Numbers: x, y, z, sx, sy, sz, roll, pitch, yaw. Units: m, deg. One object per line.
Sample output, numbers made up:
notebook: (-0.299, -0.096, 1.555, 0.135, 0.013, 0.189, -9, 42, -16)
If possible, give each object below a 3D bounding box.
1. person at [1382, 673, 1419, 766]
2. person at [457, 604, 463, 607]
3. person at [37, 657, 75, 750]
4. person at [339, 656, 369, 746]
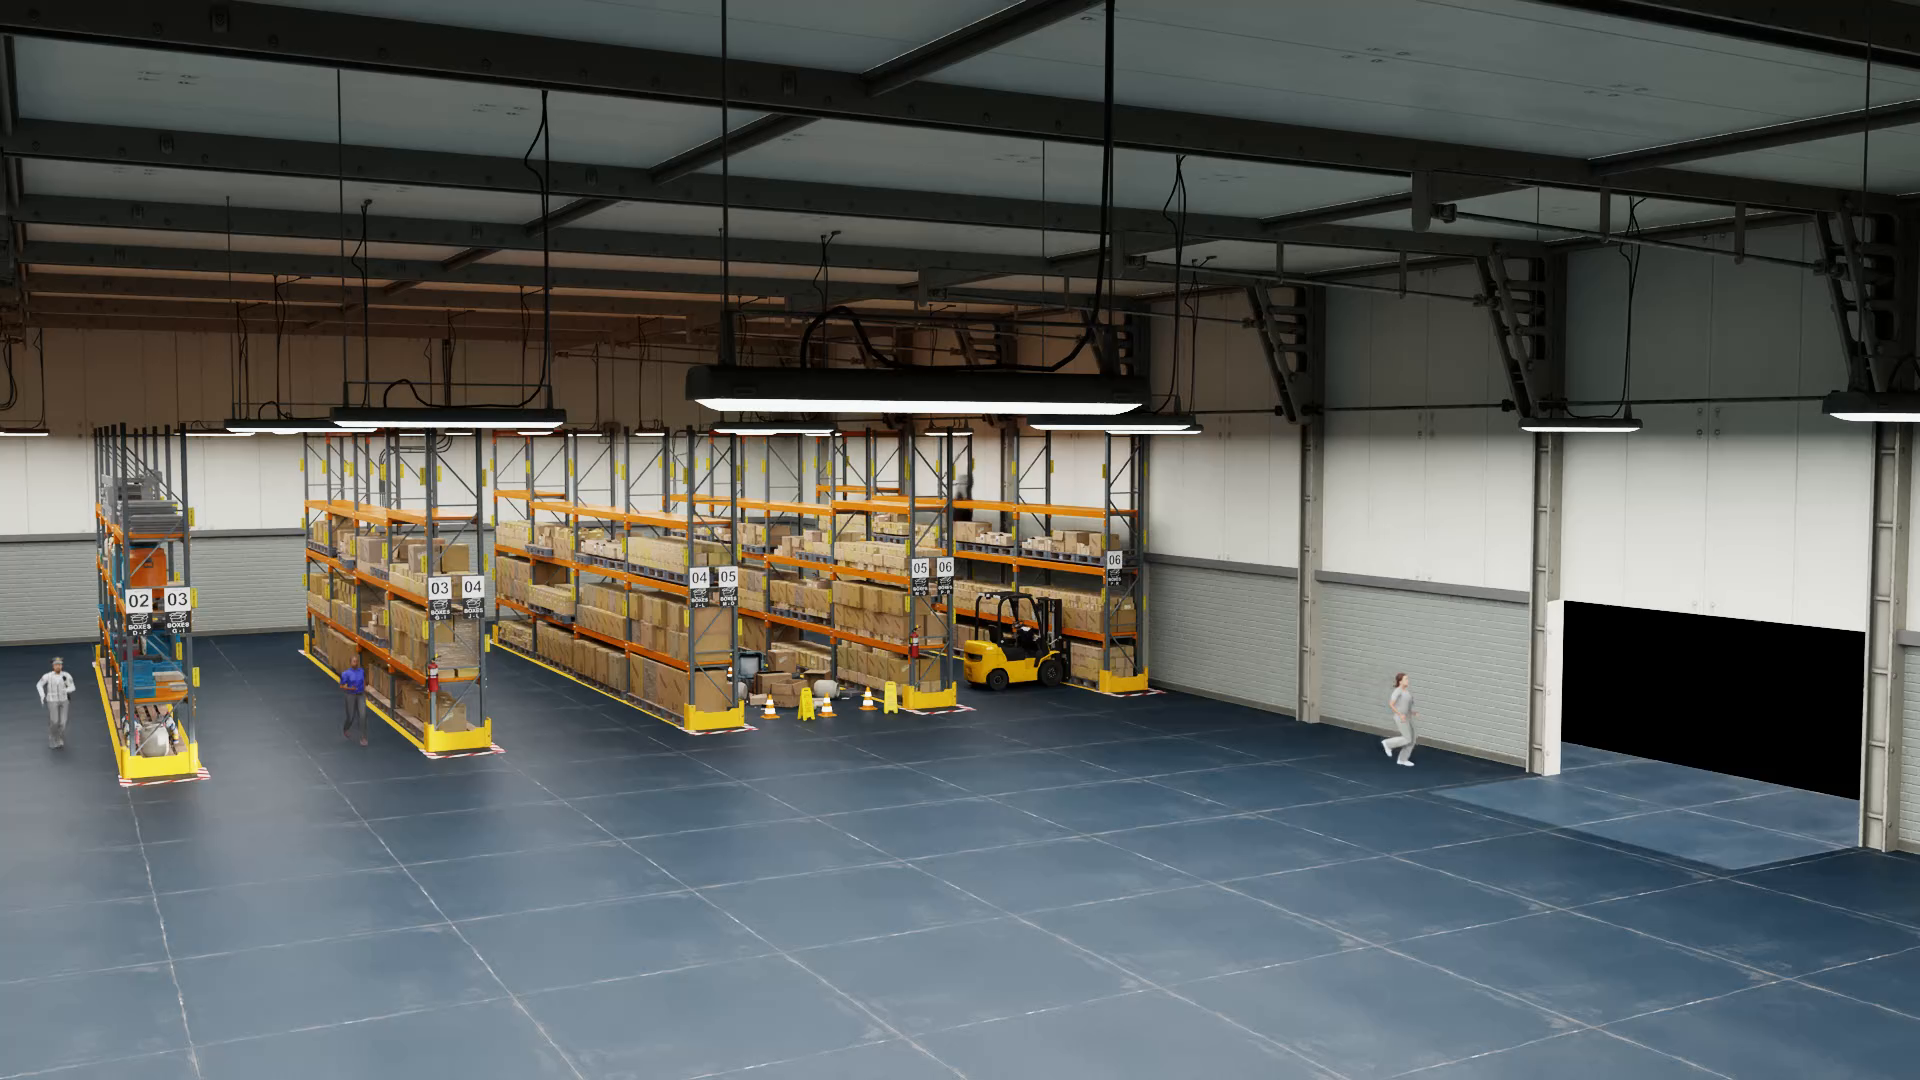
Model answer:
person: (7.746, 3.270, 29.249, 0.572, 1.376, 0.574, 3, 4, 39)
person: (-13.615, 2.166, 45.114, 0.678, 1.660, 0.513, -2, 4, -34)
person: (-16.692, 3.015, 30.755, 0.573, 1.700, 0.667, -3, 4, -38)
person: (-11.344, 2.992, 31.170, 0.579, 1.657, 0.923, -3, 5, -40)
